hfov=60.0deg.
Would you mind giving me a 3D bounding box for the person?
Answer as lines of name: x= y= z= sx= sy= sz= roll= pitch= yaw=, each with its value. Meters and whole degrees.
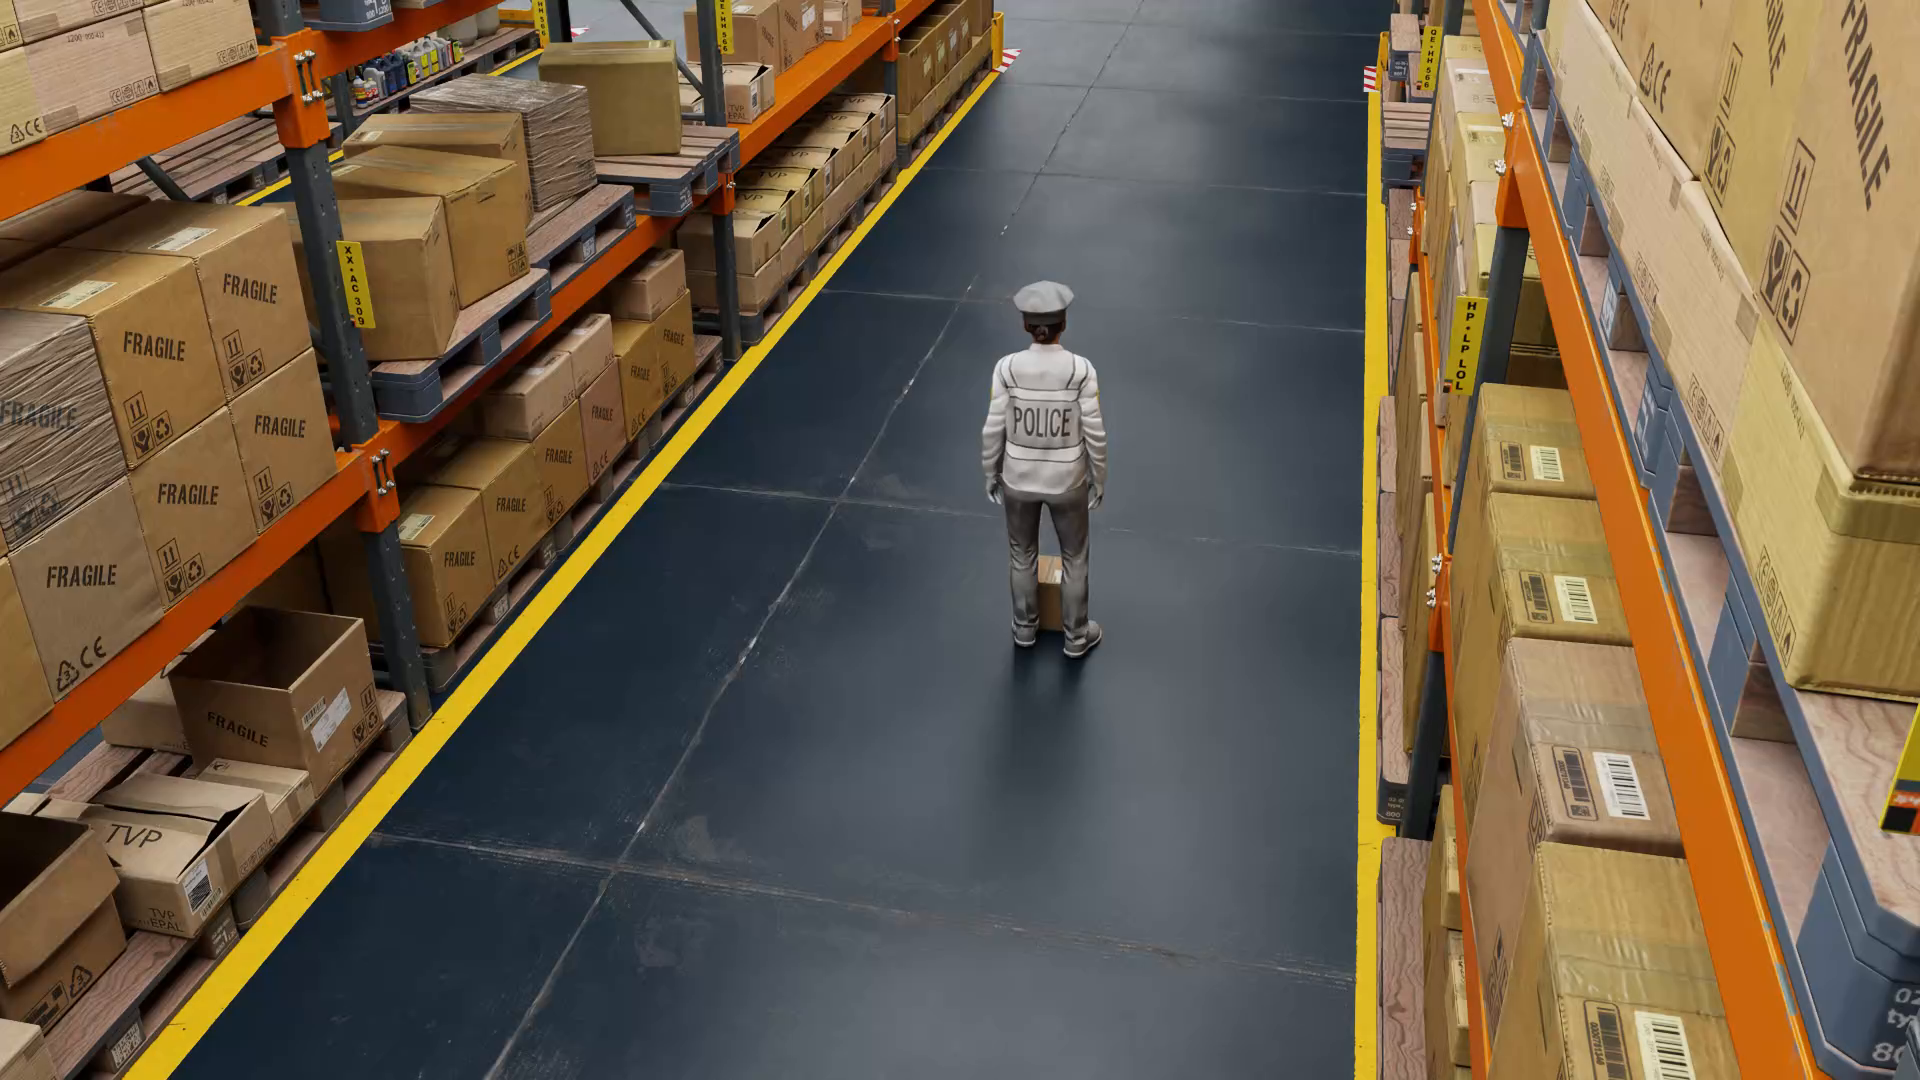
person: x=0.364 y=-0.268 z=7.107 sx=0.538 sy=1.662 sz=0.415 roll=4 pitch=29 yaw=8
